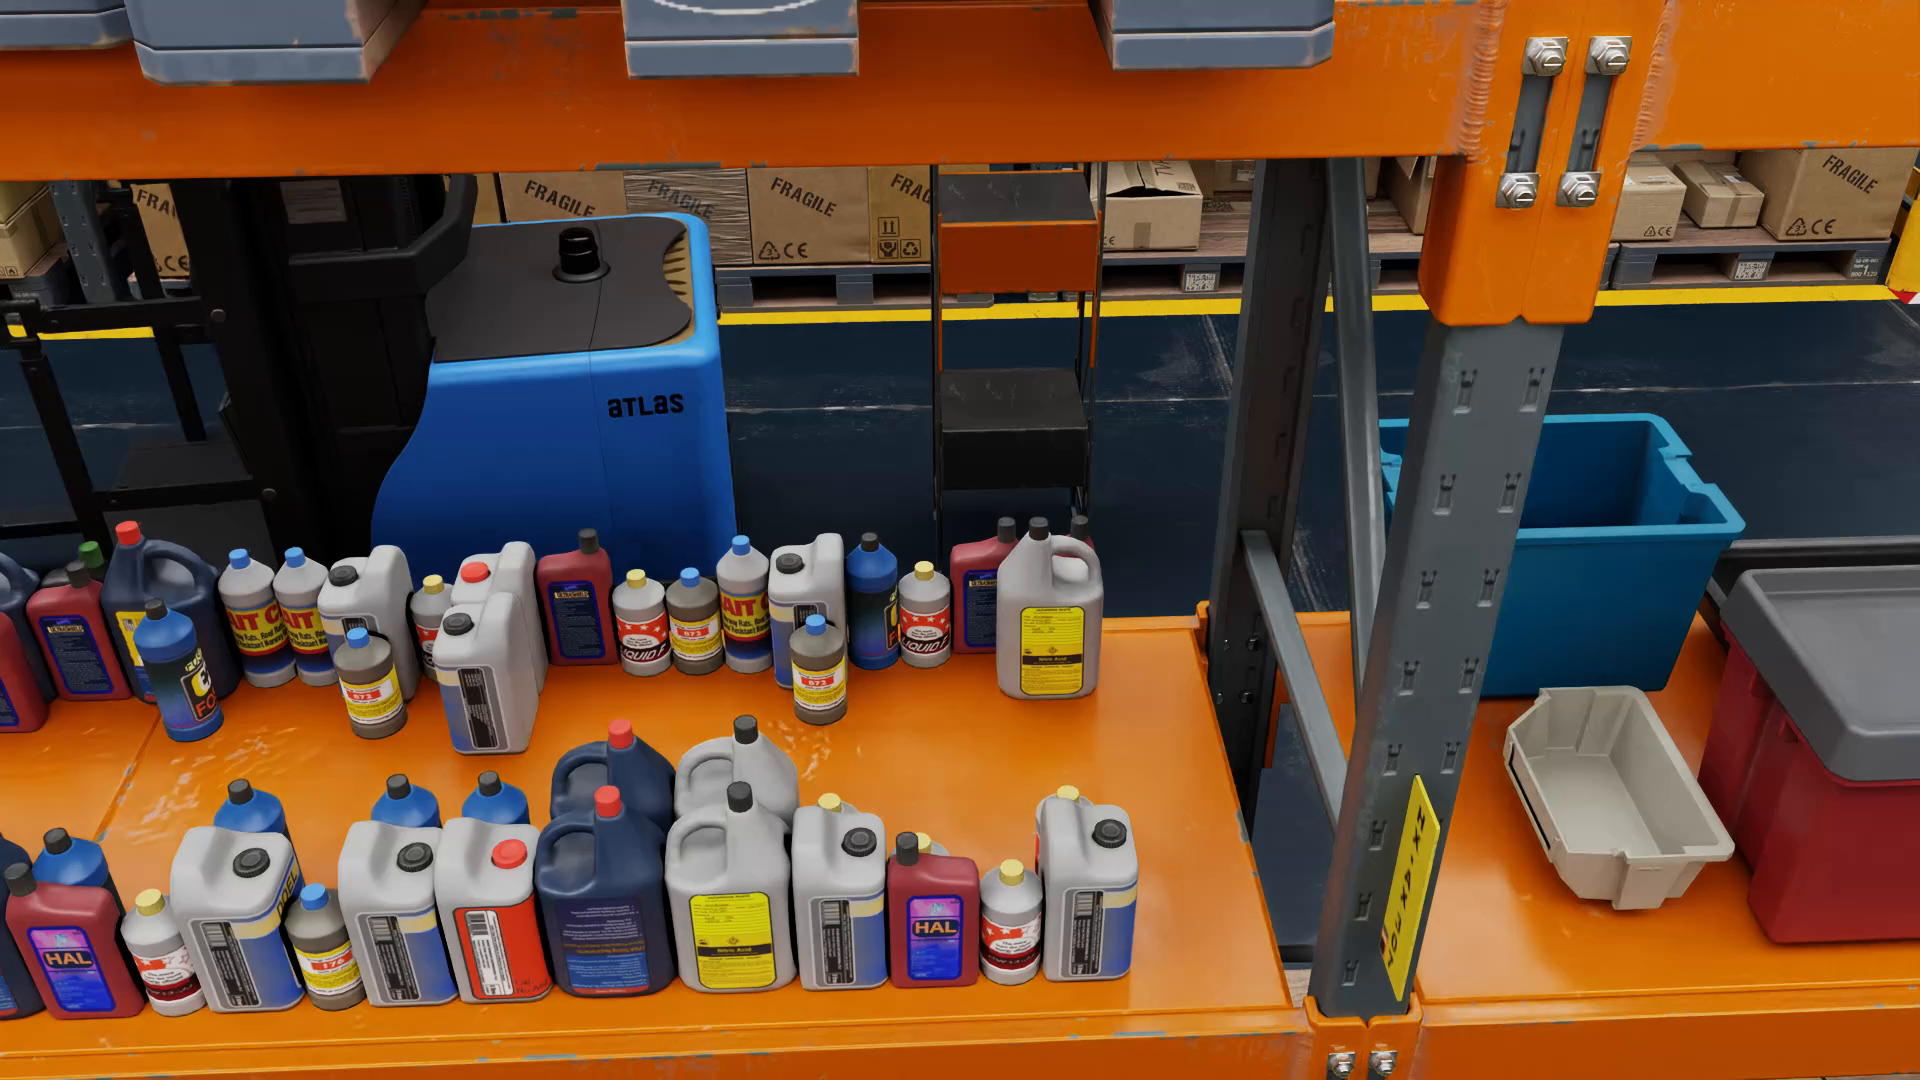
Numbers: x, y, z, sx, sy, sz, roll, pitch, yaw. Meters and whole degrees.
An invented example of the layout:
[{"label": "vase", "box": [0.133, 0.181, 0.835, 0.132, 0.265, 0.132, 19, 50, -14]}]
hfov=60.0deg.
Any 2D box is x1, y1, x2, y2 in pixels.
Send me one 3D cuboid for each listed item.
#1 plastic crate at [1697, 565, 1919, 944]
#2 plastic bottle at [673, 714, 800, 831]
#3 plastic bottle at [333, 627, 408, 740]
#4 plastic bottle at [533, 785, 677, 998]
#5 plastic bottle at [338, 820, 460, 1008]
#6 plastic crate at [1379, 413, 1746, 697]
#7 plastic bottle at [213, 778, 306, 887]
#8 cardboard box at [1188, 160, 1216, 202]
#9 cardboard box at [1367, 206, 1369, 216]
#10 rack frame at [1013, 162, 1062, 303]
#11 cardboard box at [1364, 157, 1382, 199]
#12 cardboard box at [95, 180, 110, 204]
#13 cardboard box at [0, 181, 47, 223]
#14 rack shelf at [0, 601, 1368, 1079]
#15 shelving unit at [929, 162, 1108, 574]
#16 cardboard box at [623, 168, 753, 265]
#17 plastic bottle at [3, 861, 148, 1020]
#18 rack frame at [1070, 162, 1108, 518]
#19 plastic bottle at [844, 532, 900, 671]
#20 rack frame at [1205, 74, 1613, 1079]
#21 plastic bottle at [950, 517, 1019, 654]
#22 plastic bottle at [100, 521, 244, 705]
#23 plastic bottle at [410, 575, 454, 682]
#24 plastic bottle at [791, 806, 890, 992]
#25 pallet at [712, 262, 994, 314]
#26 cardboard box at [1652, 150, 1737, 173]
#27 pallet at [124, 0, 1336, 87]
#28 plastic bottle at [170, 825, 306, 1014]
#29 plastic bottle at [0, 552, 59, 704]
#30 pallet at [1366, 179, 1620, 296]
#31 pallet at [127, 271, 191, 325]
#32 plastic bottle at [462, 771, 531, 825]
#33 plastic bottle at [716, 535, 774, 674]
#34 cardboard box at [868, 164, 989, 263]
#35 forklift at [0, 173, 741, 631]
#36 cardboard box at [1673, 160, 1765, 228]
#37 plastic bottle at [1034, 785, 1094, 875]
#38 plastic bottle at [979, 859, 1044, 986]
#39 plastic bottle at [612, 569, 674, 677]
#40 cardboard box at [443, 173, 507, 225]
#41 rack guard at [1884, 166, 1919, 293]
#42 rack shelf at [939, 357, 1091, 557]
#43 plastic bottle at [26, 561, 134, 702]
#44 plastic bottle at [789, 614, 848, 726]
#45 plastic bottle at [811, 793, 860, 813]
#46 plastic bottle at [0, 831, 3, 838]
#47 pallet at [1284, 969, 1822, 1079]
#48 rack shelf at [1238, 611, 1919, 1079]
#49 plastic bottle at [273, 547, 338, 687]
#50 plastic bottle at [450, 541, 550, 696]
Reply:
[{"label": "plastic crate", "box": [1.472, 0.333, 2.524, 0.583, 0.464, 0.402, -2, 35, -2]}, {"label": "plastic bottle", "box": [-0.341, 0.414, 2.559, 0.185, 0.351, 0.144, -2, 35, -2]}, {"label": "plastic bottle", "box": [-1.044, 0.244, 2.936, 0.097, 0.201, 0.097, 0, 35, 0]}, {"label": "plastic bottle", "box": [-0.519, 0.501, 2.433, 0.185, 0.351, 0.144, -2, 35, -2]}, {"label": "plastic bottle", "box": [-0.813, 0.538, 2.446, 0.135, 0.276, 0.152, -2, 35, -2]}, {"label": "plastic crate", "box": [1.019, 0.041, 3.017, 0.575, 0.384, 0.392, -2, 35, -2]}, {"label": "plastic bottle", "box": [-1.069, 0.475, 2.540, 0.097, 0.271, 0.097, 0, 35, 0]}, {"label": "cardboard box", "box": [0.893, -1.880, 7.641, 0.500, 0.500, 0.500, -2, 35, -2]}, {"label": "cardboard box", "box": [1.631, -1.484, 7.361, 0.250, 0.166, 0.380, -2, 35, -2]}, {"label": "rack frame", "box": [0.338, -2.551, 6.800, 0.127, 3.000, 1.000, -2, 35, -2]}, {"label": "cardboard box", "box": [1.643, -1.823, 7.724, 0.500, 0.311, 0.500, -2, 35, -2]}, {"label": "cardboard box", "box": [-4.195, -1.638, 7.528, 0.500, 0.250, 0.500, -2, 35, -2]}, {"label": "cardboard box", "box": [-4.169, -1.561, 6.925, 0.500, 0.311, 0.500, -1, 35, -1]}, {"label": "rack shelf", "box": [-1.429, 0.615, 2.858, 4.000, 0.370, 1.077, -2, 35, -2]}, {"label": "shelving unit", "box": [0.165, -0.868, 5.159, 0.503, 2.100, 0.431, -2, 35, -2]}, {"label": "cardboard box", "box": [-1.137, -1.506, 7.100, 0.500, 0.500, 0.500, -1, 35, -2]}, {"label": "plastic bottle", "box": [-1.274, 0.573, 2.389, 0.133, 0.283, 0.061, -2, 35, -2]}, {"label": "rack frame", "box": [0.409, -0.874, 5.168, 0.015, 2.100, 0.400, -2, 35, -2]}, {"label": "plastic bottle", "box": [-0.163, 0.105, 3.075, 0.097, 0.271, 0.097, 0, 35, 0]}, {"label": "rack frame", "box": [0.568, 0.265, 2.731, 0.127, 3.000, 1.000, -2, 35, -2]}, {"label": "plastic bottle", "box": [0.049, 0.084, 3.095, 0.133, 0.283, 0.061, -2, 35, -2]}, {"label": "plastic bottle", "box": [-1.423, 0.120, 2.984, 0.185, 0.351, 0.144, -2, 35, -2]}, {"label": "plastic bottle", "box": [-0.954, 0.155, 3.064, 0.097, 0.201, 0.097, 0, 35, 0]}, {"label": "plastic bottle", "box": [-0.175, 0.520, 2.471, 0.135, 0.276, 0.152, -2, 35, -2]}, {"label": "pallet", "box": [-0.473, -1.360, 7.530, 1.213, 0.211, 1.003, -2, 35, -2]}, {"label": "cardboard box", "box": [3.277, -1.842, 7.805, 0.500, 0.250, 0.500, -2, 35, -2]}, {"label": "pallet", "box": [-0.210, -0.814, 1.820, 1.003, 0.211, 1.213, -2, 35, -2]}, {"label": "plastic bottle", "box": [-1.045, 0.544, 2.437, 0.135, 0.276, 0.152, -2, 35, -2]}, {"label": "plastic bottle", "box": [-1.741, 0.128, 2.972, 0.185, 0.351, 0.144, -2, 35, -2]}, {"label": "pallet", "box": [2.245, -1.456, 7.669, 1.213, 0.211, 1.003, -2, 35, -2]}, {"label": "pallet", "box": [-2.910, -1.295, 7.435, 1.213, 0.211, 1.003, -2, 35, -2]}, {"label": "plastic bottle", "box": [-0.703, 0.466, 2.555, 0.097, 0.271, 0.097, 0, 35, 0]}, {"label": "plastic bottle", "box": [-0.395, 0.111, 3.066, 0.097, 0.271, 0.097, 0, 35, 0]}, {"label": "cardboard box", "box": [-0.142, -1.527, 7.131, 0.500, 0.500, 0.500, -2, 35, -2]}, {"label": "forklift", "box": [-2.233, -0.997, 4.614, 3.031, 2.935, 1.130, -5, 35, -8]}, {"label": "cardboard box", "box": [3.393, -1.560, 7.471, 0.250, 0.166, 0.380, -2, 35, -2]}, {"label": "plastic bottle", "box": [0.166, 0.471, 2.608, 0.097, 0.201, 0.097, 0, 35, 0]}, {"label": "plastic bottle", "box": [0.076, 0.560, 2.480, 0.097, 0.201, 0.097, 0, 35, 0]}, {"label": "plastic bottle", "box": [-0.589, 0.145, 3.078, 0.097, 0.201, 0.097, 0, 35, 0]}, {"label": "cardboard box", "box": [-2.166, -1.474, 7.053, 0.500, 0.500, 0.500, -2, 35, -3]}, {"label": "rack guard", "box": [4.257, -1.628, 7.664, 0.348, 0.500, 1.175, -2, 35, -2]}, {"label": "rack shelf", "box": [0.165, -0.281, 5.565, 0.480, 0.518, 0.431, -2, 35, -2]}, {"label": "plastic bottle", "box": [-1.581, 0.163, 2.981, 0.133, 0.283, 0.061, -2, 35, -2]}, {"label": "plastic bottle", "box": [-0.253, 0.223, 2.966, 0.097, 0.201, 0.097, 0, 35, 0]}, {"label": "plastic bottle", "box": [-0.199, 0.481, 2.594, 0.097, 0.201, 0.097, 0, 35, 0]}, {"label": "plastic bottle", "box": [-1.576, 0.443, 2.517, 0.185, 0.351, 0.144, -2, 35, -2]}, {"label": "pallet", "box": [1.301, 1.370, 3.585, 1.213, 0.211, 1.003, -2, 35, -2]}, {"label": "rack shelf", "box": [2.566, 0.507, 3.013, 4.000, 0.370, 1.077, -2, 35, -2]}, {"label": "plastic bottle", "box": [-1.186, 0.133, 3.035, 0.097, 0.271, 0.097, 0, 35, 0]}, {"label": "plastic bottle", "box": [-0.837, 0.137, 3.025, 0.135, 0.276, 0.152, -2, 35, -2]}]
